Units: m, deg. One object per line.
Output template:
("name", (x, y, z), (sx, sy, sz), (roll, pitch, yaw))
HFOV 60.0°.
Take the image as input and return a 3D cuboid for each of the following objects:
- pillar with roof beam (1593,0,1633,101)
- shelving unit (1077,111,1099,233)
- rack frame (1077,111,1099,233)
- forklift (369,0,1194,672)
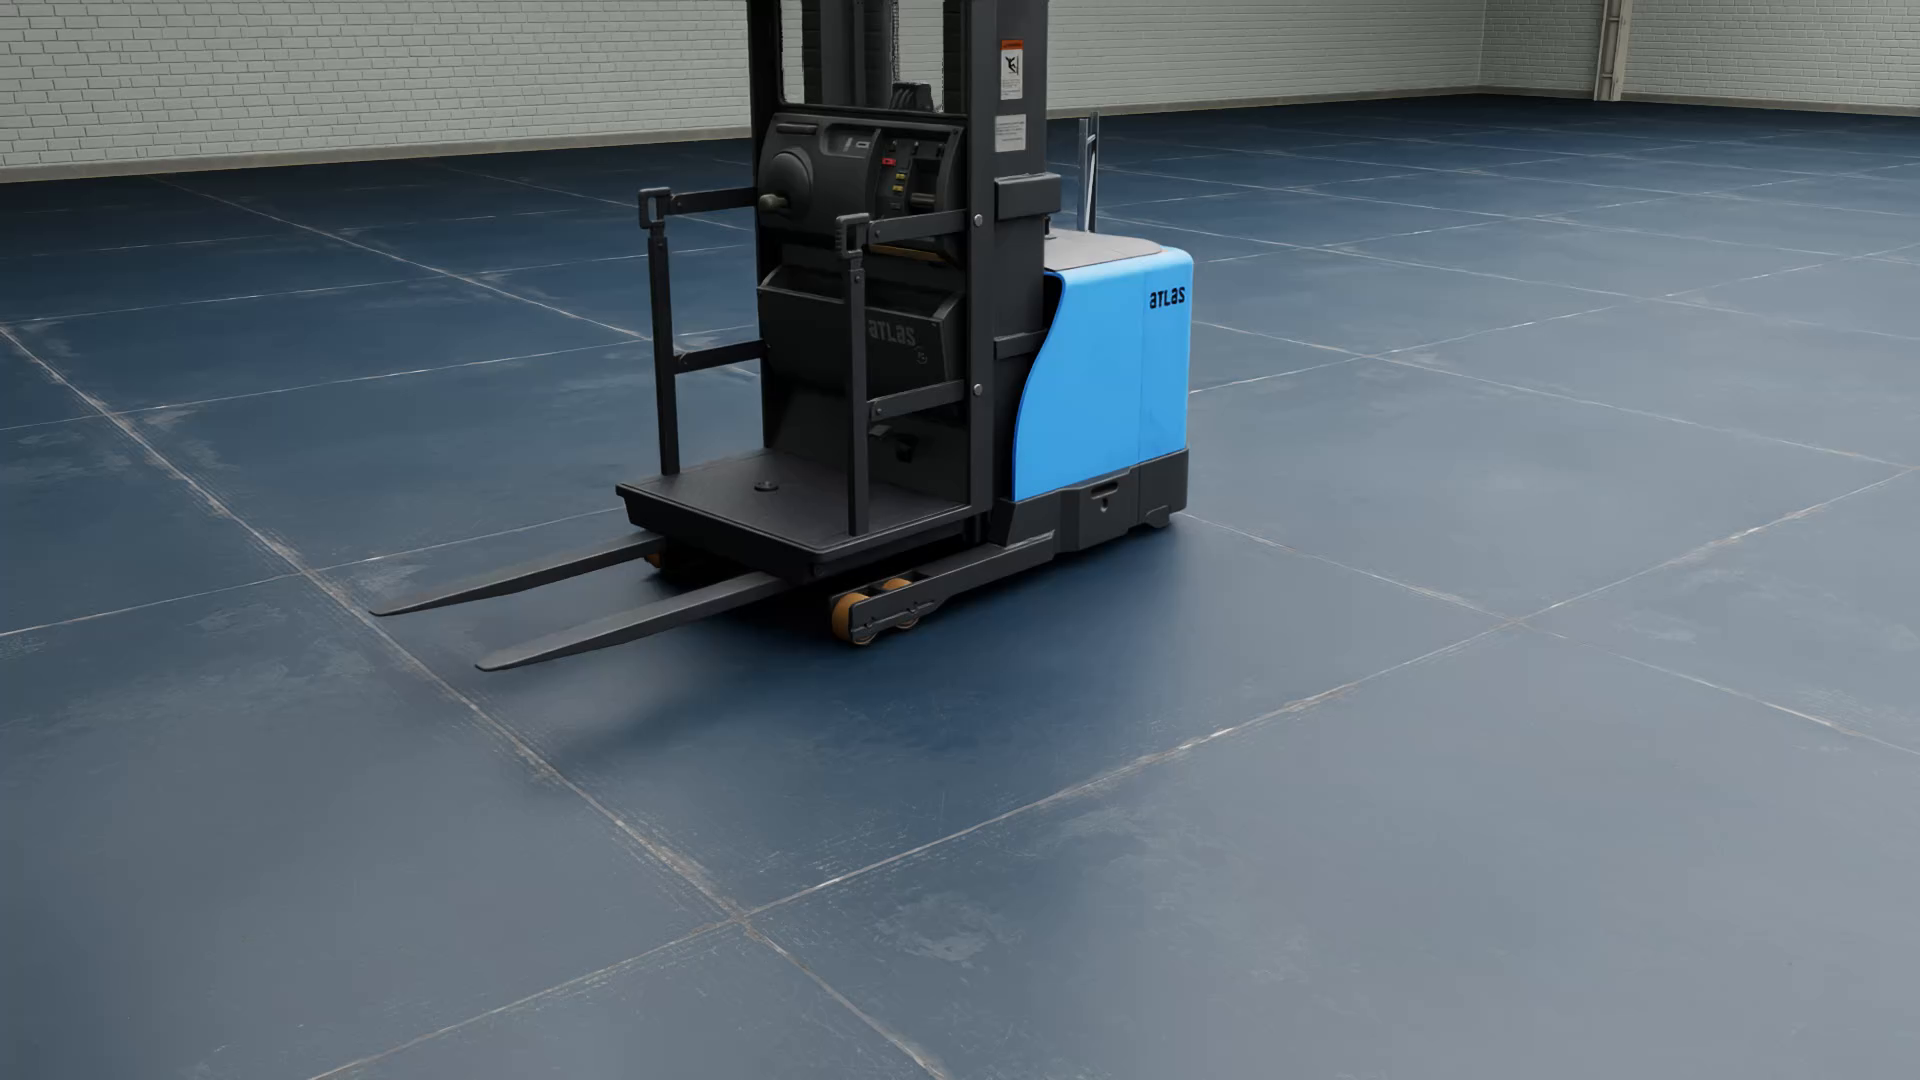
("pillar with roof beam", (8.903, -11.772, 27.597), (9.100, 9.000, 0.400), (-14, 23, -36))
("shelving unit", (0.051, -1.096, 7.287), (1.083, 1.500, 0.587), (3, 19, 10))
("rack frame", (0.543, -1.068, 7.203), (0.032, 1.500, 0.500), (3, 19, 10))
("forklift", (-0.492, -1.236, 5.433), (1.130, 2.935, 3.031), (17, 25, 41))
